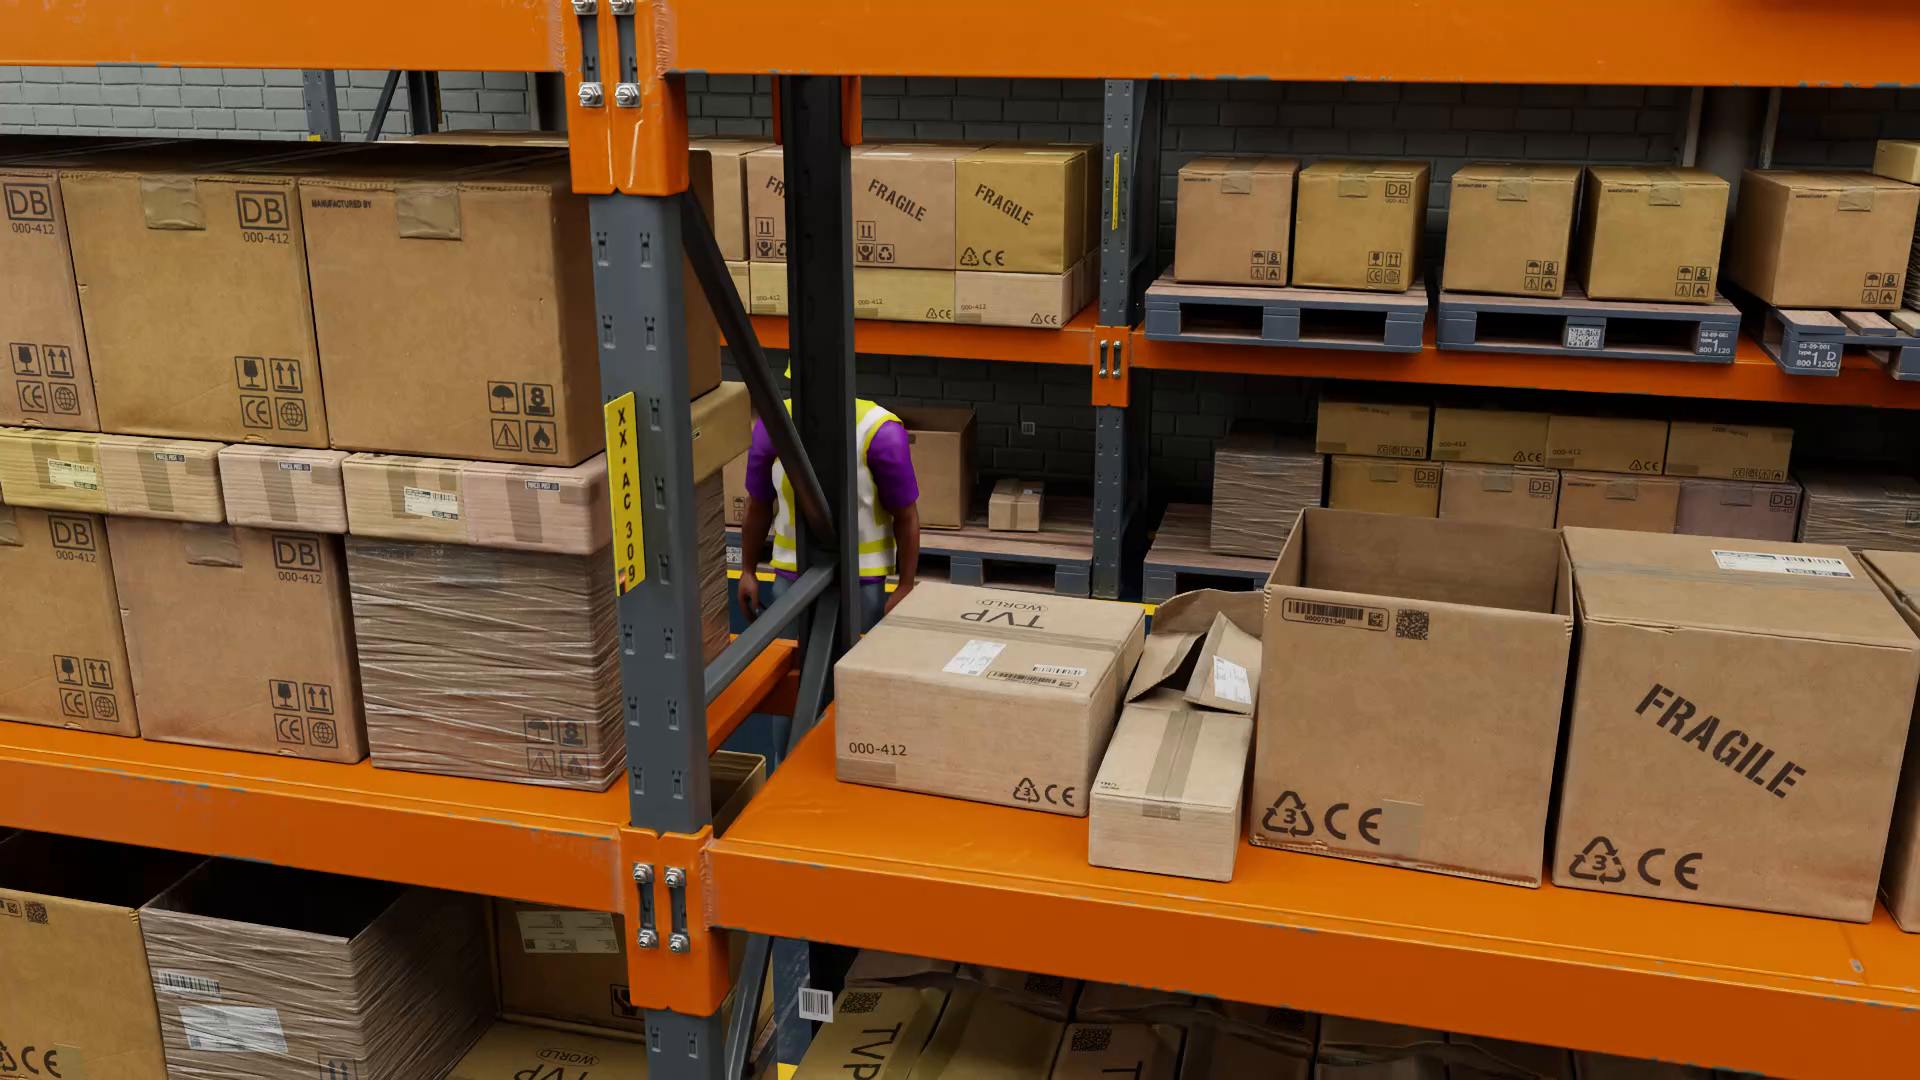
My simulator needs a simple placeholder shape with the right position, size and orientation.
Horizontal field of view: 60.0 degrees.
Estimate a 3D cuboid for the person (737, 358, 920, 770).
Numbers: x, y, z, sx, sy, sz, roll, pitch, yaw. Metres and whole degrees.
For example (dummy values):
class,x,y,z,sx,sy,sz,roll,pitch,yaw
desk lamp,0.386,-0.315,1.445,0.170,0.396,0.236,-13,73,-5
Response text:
class,x,y,z,sx,sy,sz,roll,pitch,yaw
person,-0.446,0.139,5.603,0.627,1.761,0.456,5,19,14
